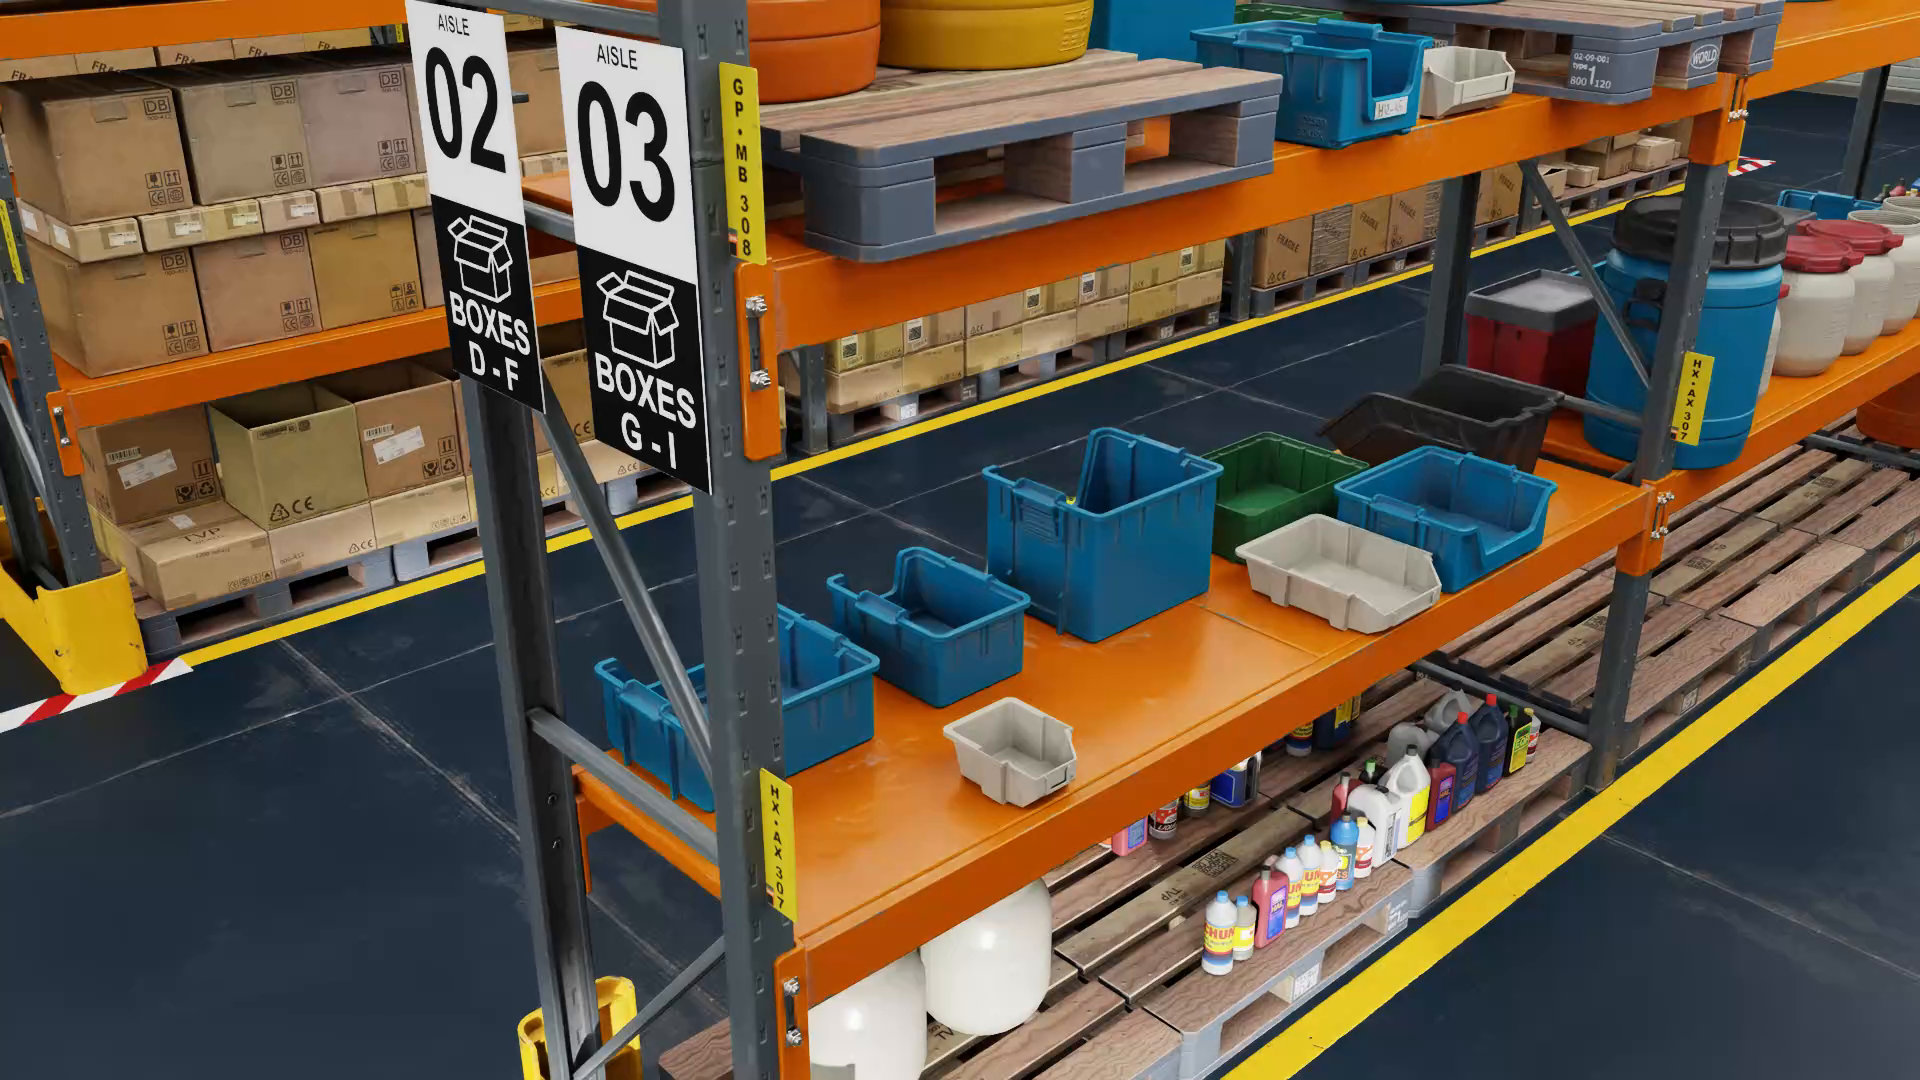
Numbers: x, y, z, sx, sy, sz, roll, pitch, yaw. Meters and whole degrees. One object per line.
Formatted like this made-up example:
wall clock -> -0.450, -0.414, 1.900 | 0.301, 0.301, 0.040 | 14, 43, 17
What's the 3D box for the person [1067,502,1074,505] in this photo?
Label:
person -> 0.481, 0.227, 7.132 | 0.896, 0.902, 0.561 | -21, 31, -38
